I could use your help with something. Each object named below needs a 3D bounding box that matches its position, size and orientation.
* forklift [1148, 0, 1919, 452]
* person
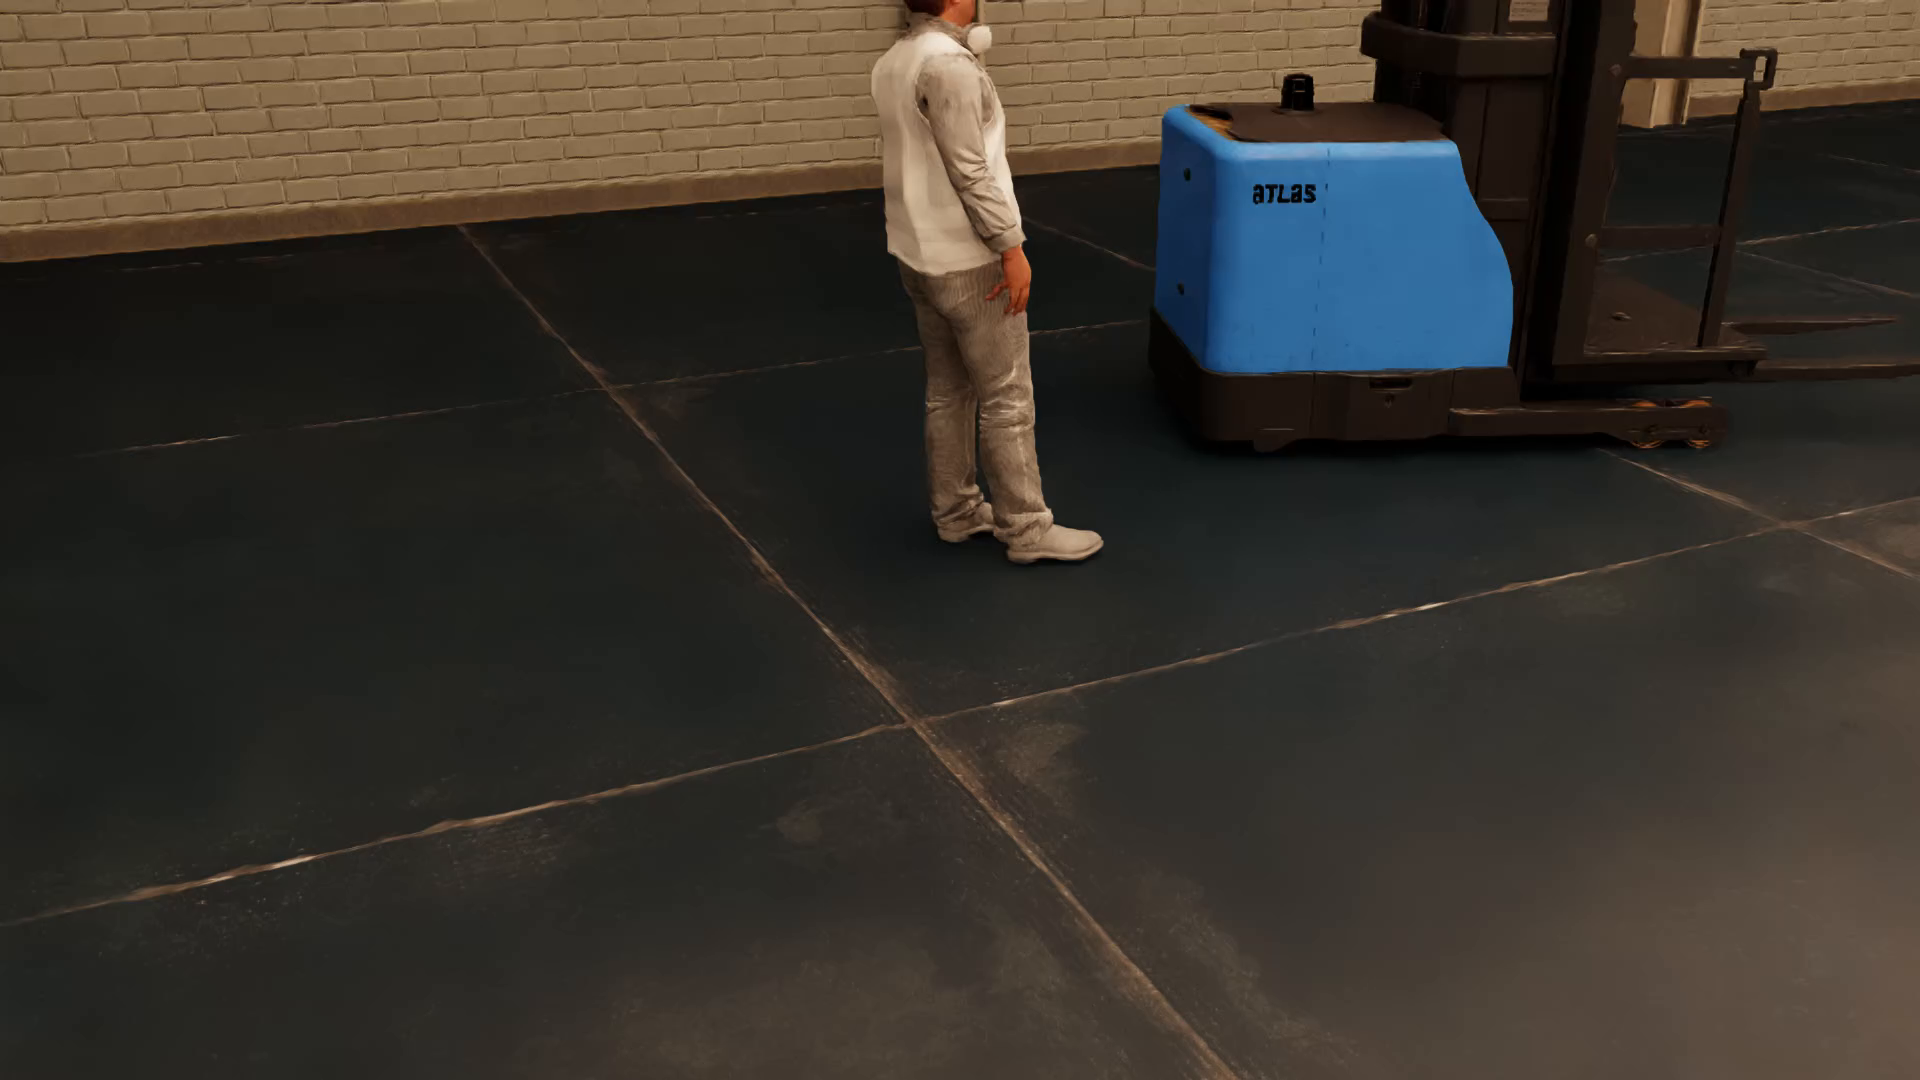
[{"bbox_3d":[2.293,-1.875,5.801,3.031,2.935,1.130,-2,23,-5],"label":"forklift"},{"bbox_3d":[0.060,-0.833,4.781,0.567,1.773,0.632,-10,25,-23],"label":"person"}]
